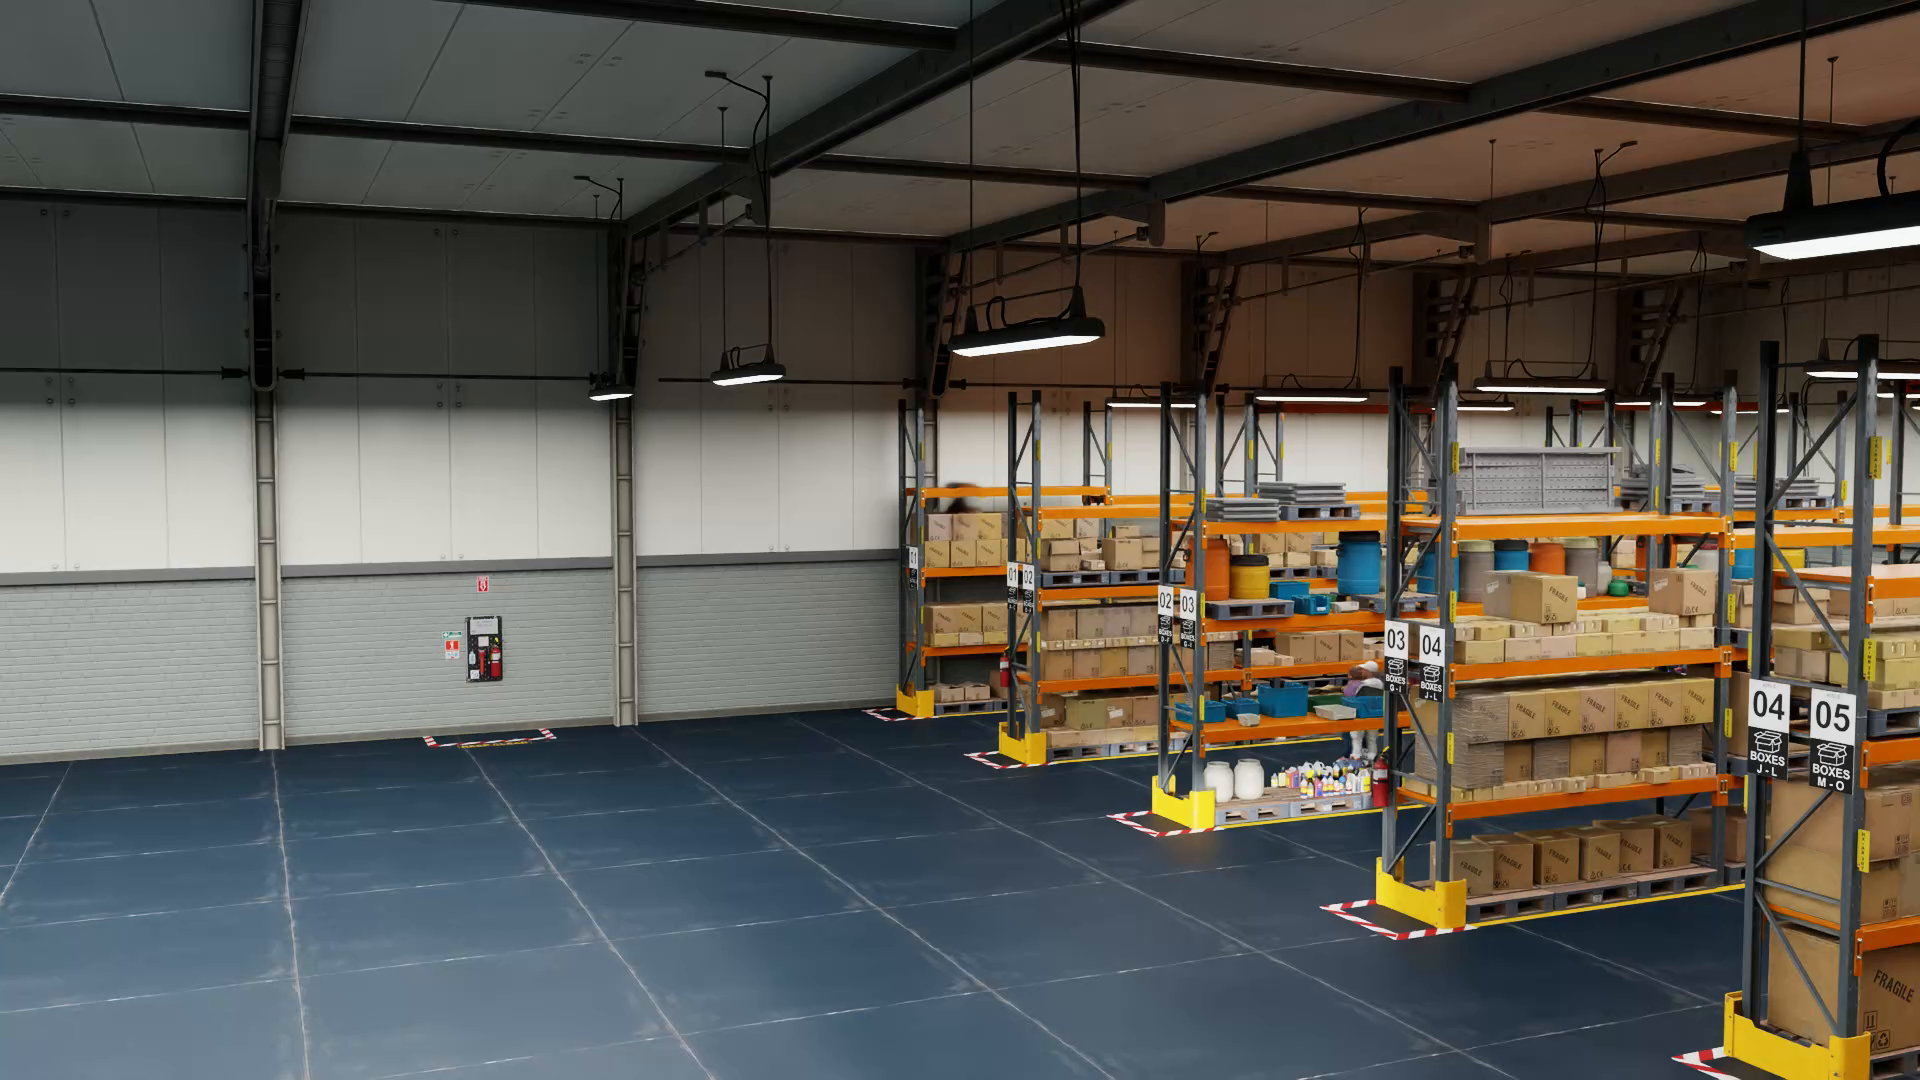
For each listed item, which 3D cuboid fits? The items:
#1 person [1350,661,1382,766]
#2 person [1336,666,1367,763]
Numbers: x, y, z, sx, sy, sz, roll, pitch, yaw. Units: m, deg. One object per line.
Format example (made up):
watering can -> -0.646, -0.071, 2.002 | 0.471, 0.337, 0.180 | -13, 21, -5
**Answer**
person -> 6.285, 2.758, 25.804 | 0.571, 1.790, 0.475 | -2, 4, -26
person -> 6.366, 2.808, 26.890 | 0.823, 1.546, 0.505 | -2, 4, -31
